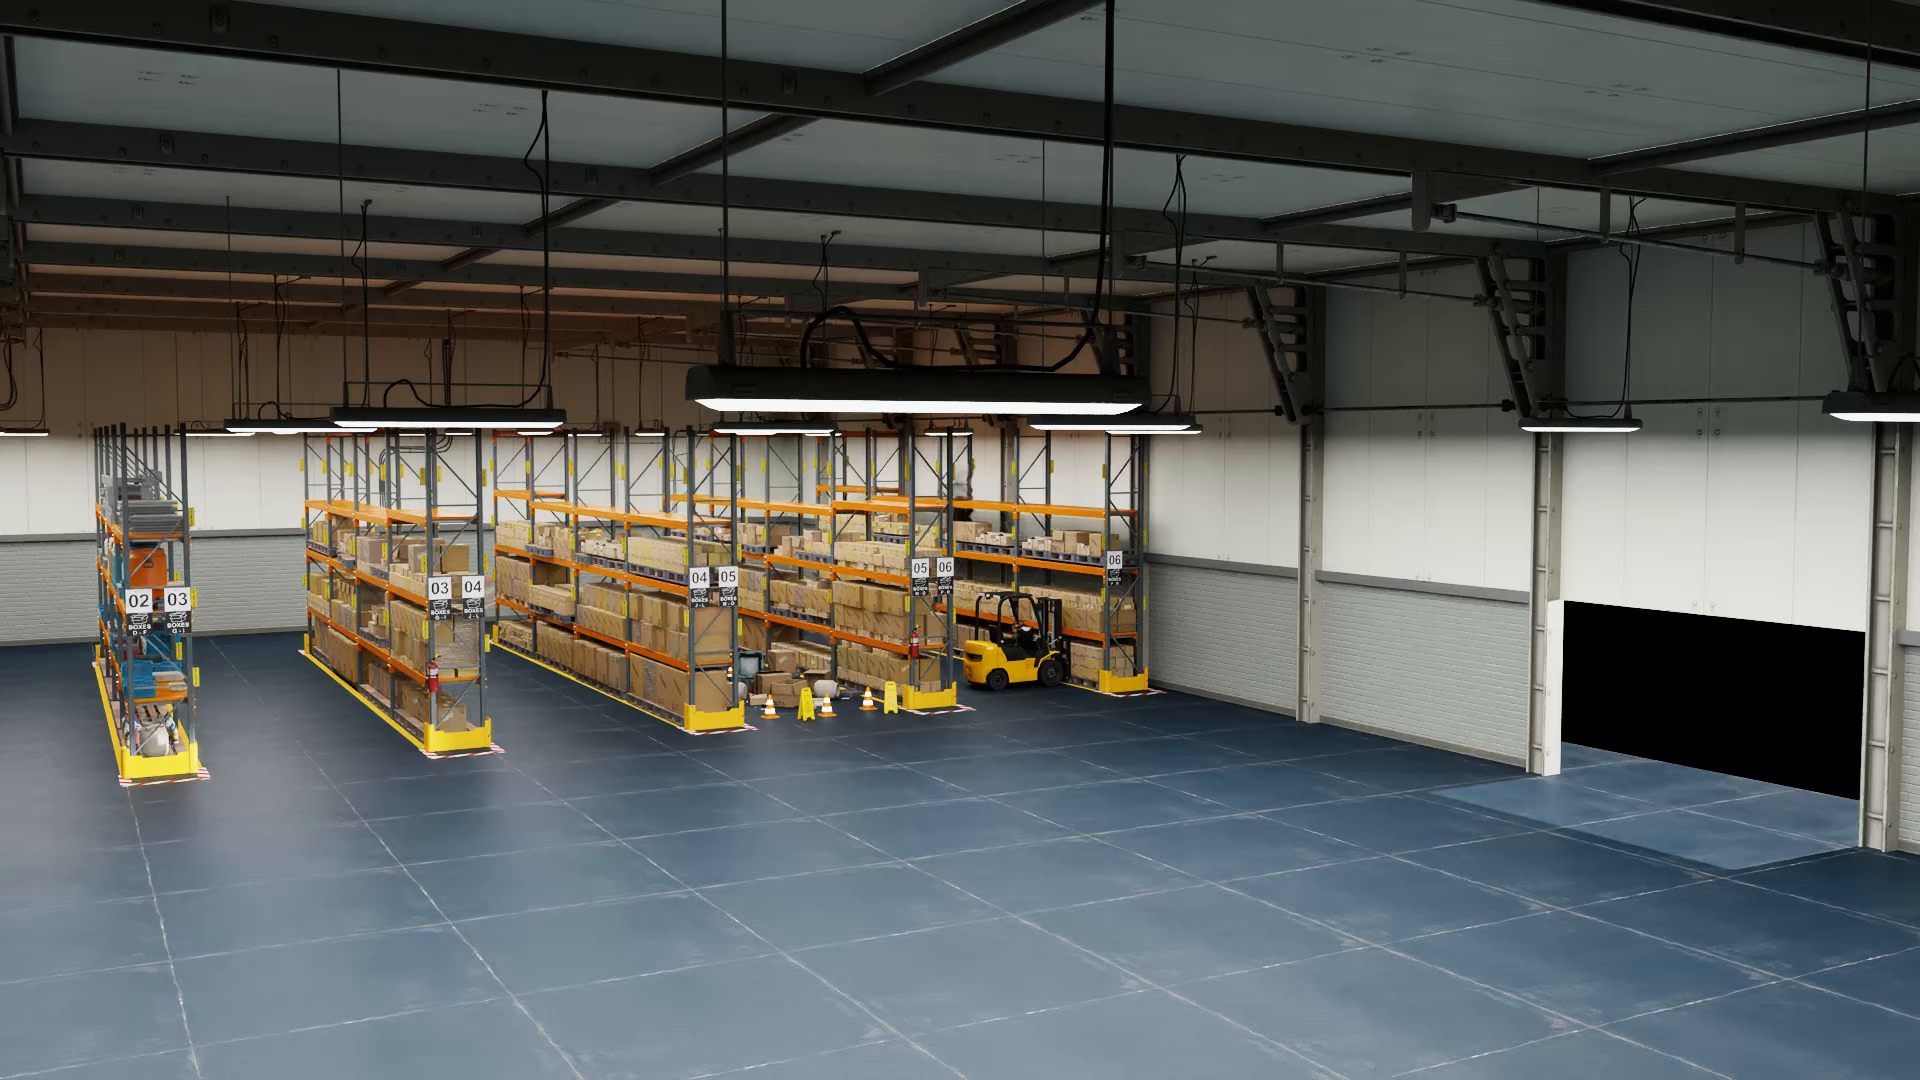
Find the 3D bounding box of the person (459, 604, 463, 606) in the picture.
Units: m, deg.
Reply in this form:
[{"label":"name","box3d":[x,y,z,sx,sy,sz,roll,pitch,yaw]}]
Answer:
[{"label":"person","box3d":[-14.321,2.059,46.314,0.714,1.719,0.874,1,3,8]}]

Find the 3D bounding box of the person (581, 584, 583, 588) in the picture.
[{"label":"person","box3d":[-10.574,2.052,46.778,0.669,1.685,0.789,-2,4,-32]}]
